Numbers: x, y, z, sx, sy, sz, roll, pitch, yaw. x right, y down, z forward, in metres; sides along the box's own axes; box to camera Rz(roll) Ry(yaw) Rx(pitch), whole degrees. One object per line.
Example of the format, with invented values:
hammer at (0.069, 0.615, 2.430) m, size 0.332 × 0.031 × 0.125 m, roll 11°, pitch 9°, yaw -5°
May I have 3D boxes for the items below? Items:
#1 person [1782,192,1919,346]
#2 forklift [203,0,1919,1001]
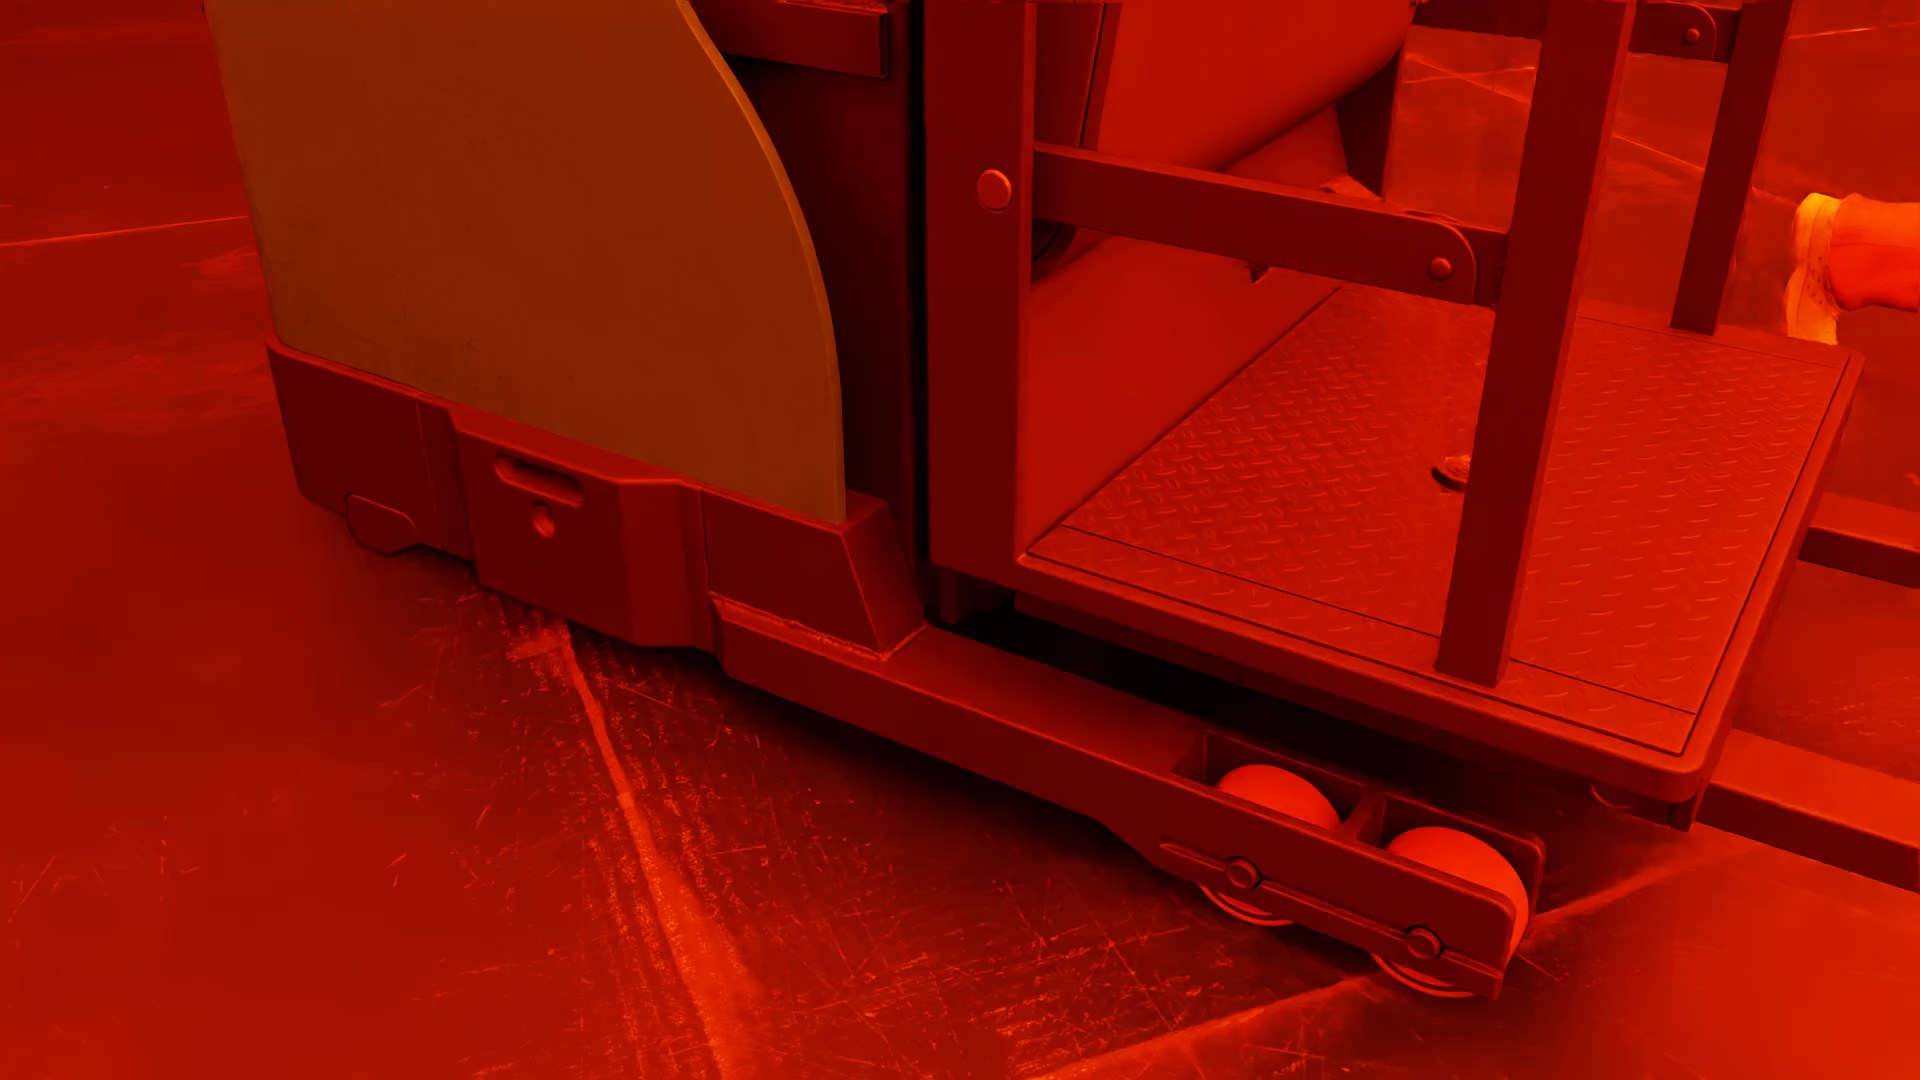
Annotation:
person at (1.856, -0.880, 2.623) m, size 0.827 × 1.452 × 0.557 m, roll 3°, pitch 30°, yaw 6°
forklift at (0.517, -1.113, 1.492) m, size 3.031 × 2.935 × 1.130 m, roll 17°, pitch 34°, yaw 28°
